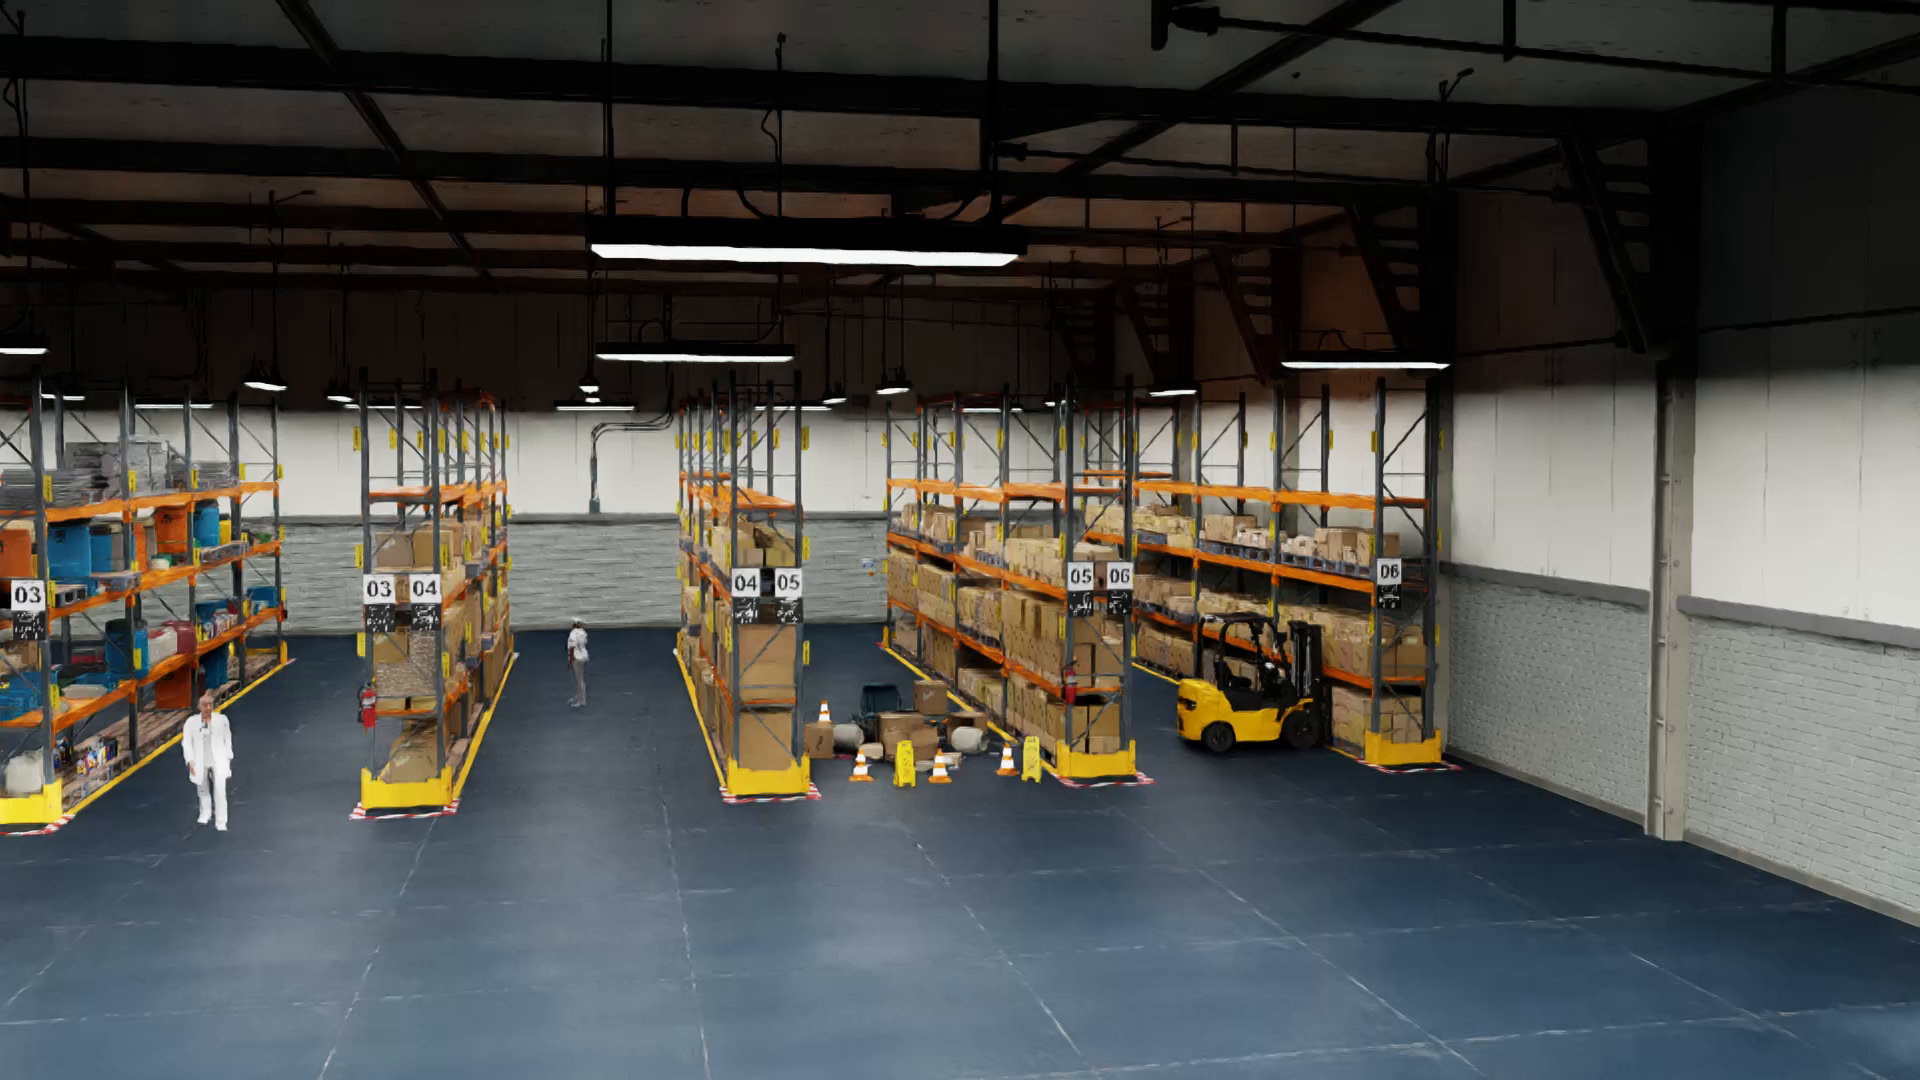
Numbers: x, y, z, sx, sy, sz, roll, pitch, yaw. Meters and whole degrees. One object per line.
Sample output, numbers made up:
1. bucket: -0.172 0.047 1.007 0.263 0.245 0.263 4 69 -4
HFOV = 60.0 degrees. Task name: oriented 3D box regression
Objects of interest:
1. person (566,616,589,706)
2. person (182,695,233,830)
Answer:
1. person: -7.249 2.283 31.518 0.524 1.671 0.531 1 4 17
2. person: -9.705 2.850 21.445 0.580 1.715 1.102 -1 4 -20
